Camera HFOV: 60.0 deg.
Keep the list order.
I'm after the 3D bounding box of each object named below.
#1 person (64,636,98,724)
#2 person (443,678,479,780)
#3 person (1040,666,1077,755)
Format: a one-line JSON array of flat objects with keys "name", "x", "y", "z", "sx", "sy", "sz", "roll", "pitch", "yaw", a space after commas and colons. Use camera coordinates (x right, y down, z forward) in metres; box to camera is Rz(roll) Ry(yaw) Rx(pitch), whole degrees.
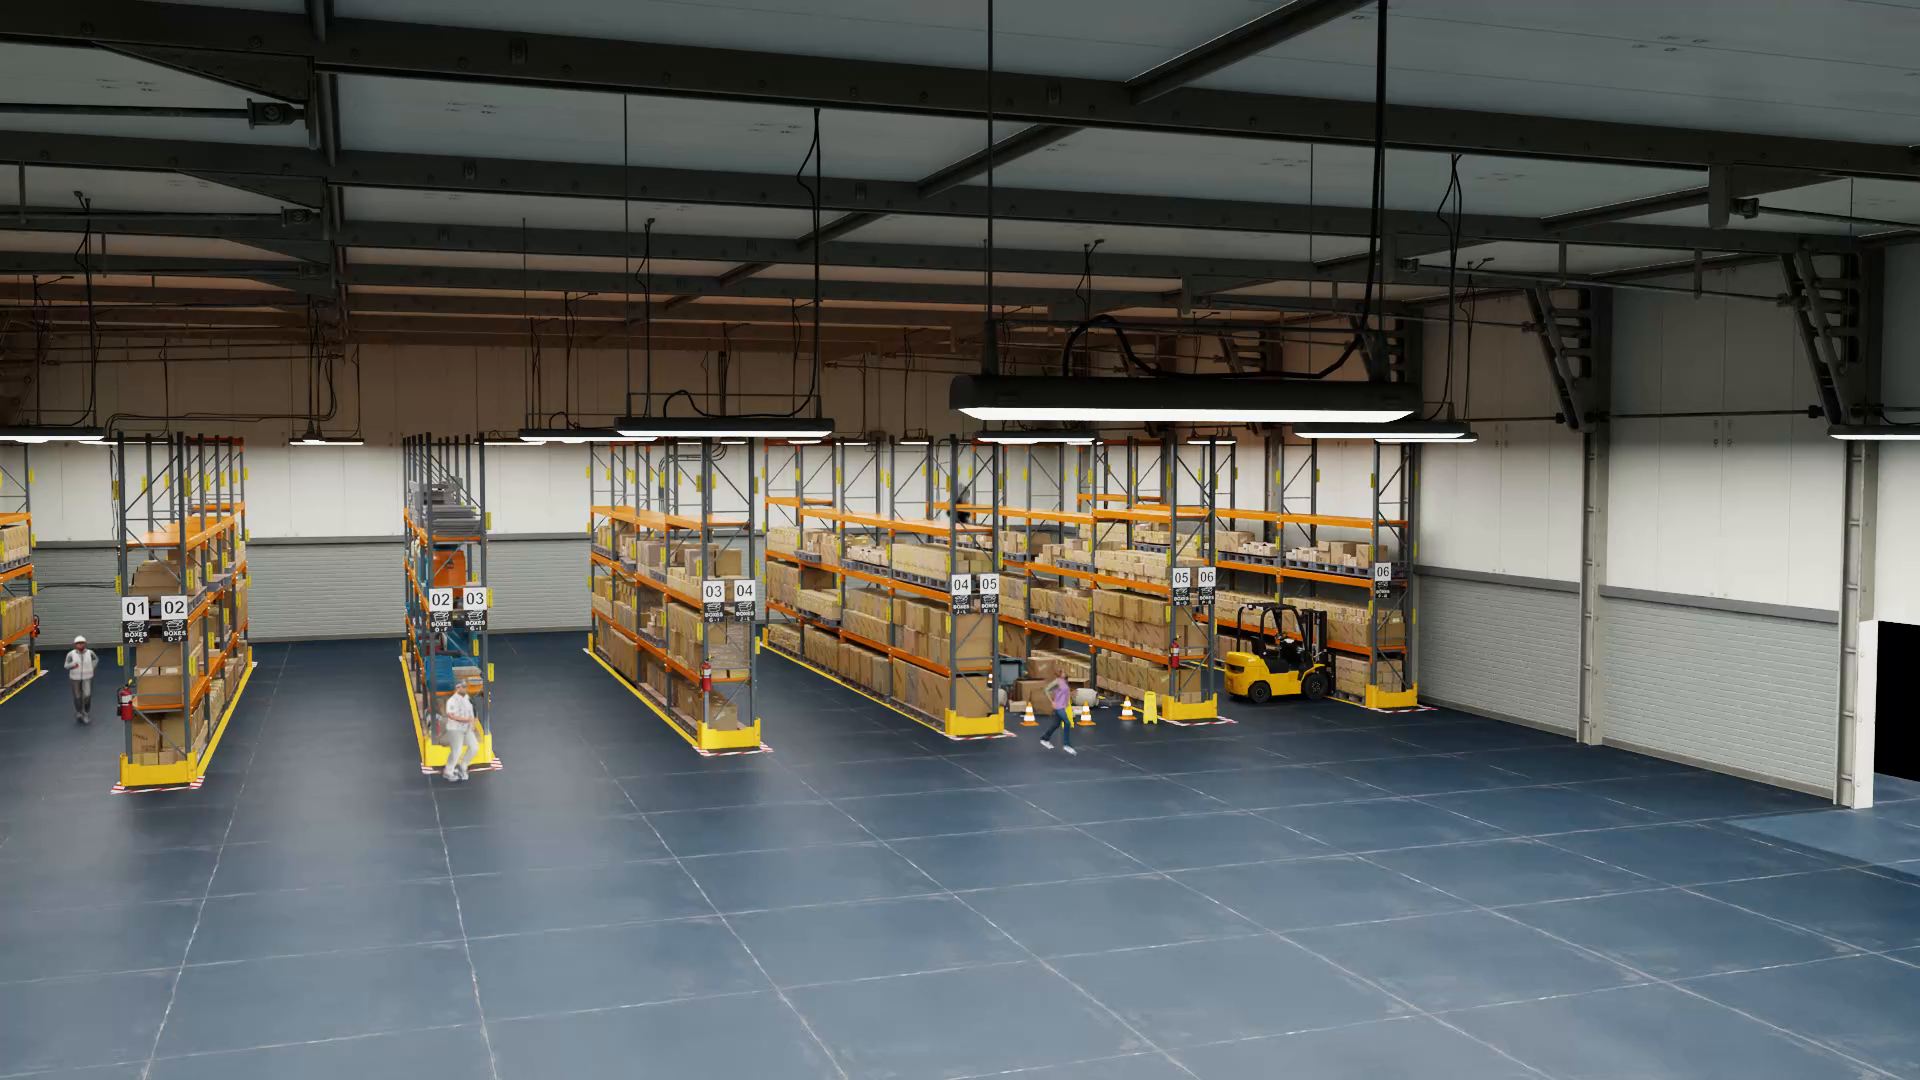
[{"name": "person", "x": -18.343, "y": 2.916, "z": 34.730, "sx": 0.649, "sy": 1.825, "sz": 0.729, "roll": -2, "pitch": 4, "yaw": -29}, {"name": "person", "x": -8.550, "y": 3.277, "z": 28.609, "sx": 0.703, "sy": 1.808, "sz": 0.690, "roll": 1, "pitch": 3, "yaw": 22}, {"name": "person", "x": 1.849, "y": 3.181, "z": 31.183, "sx": 0.758, "sy": 1.635, "sz": 0.513, "roll": 1, "pitch": 3, "yaw": 21}]
